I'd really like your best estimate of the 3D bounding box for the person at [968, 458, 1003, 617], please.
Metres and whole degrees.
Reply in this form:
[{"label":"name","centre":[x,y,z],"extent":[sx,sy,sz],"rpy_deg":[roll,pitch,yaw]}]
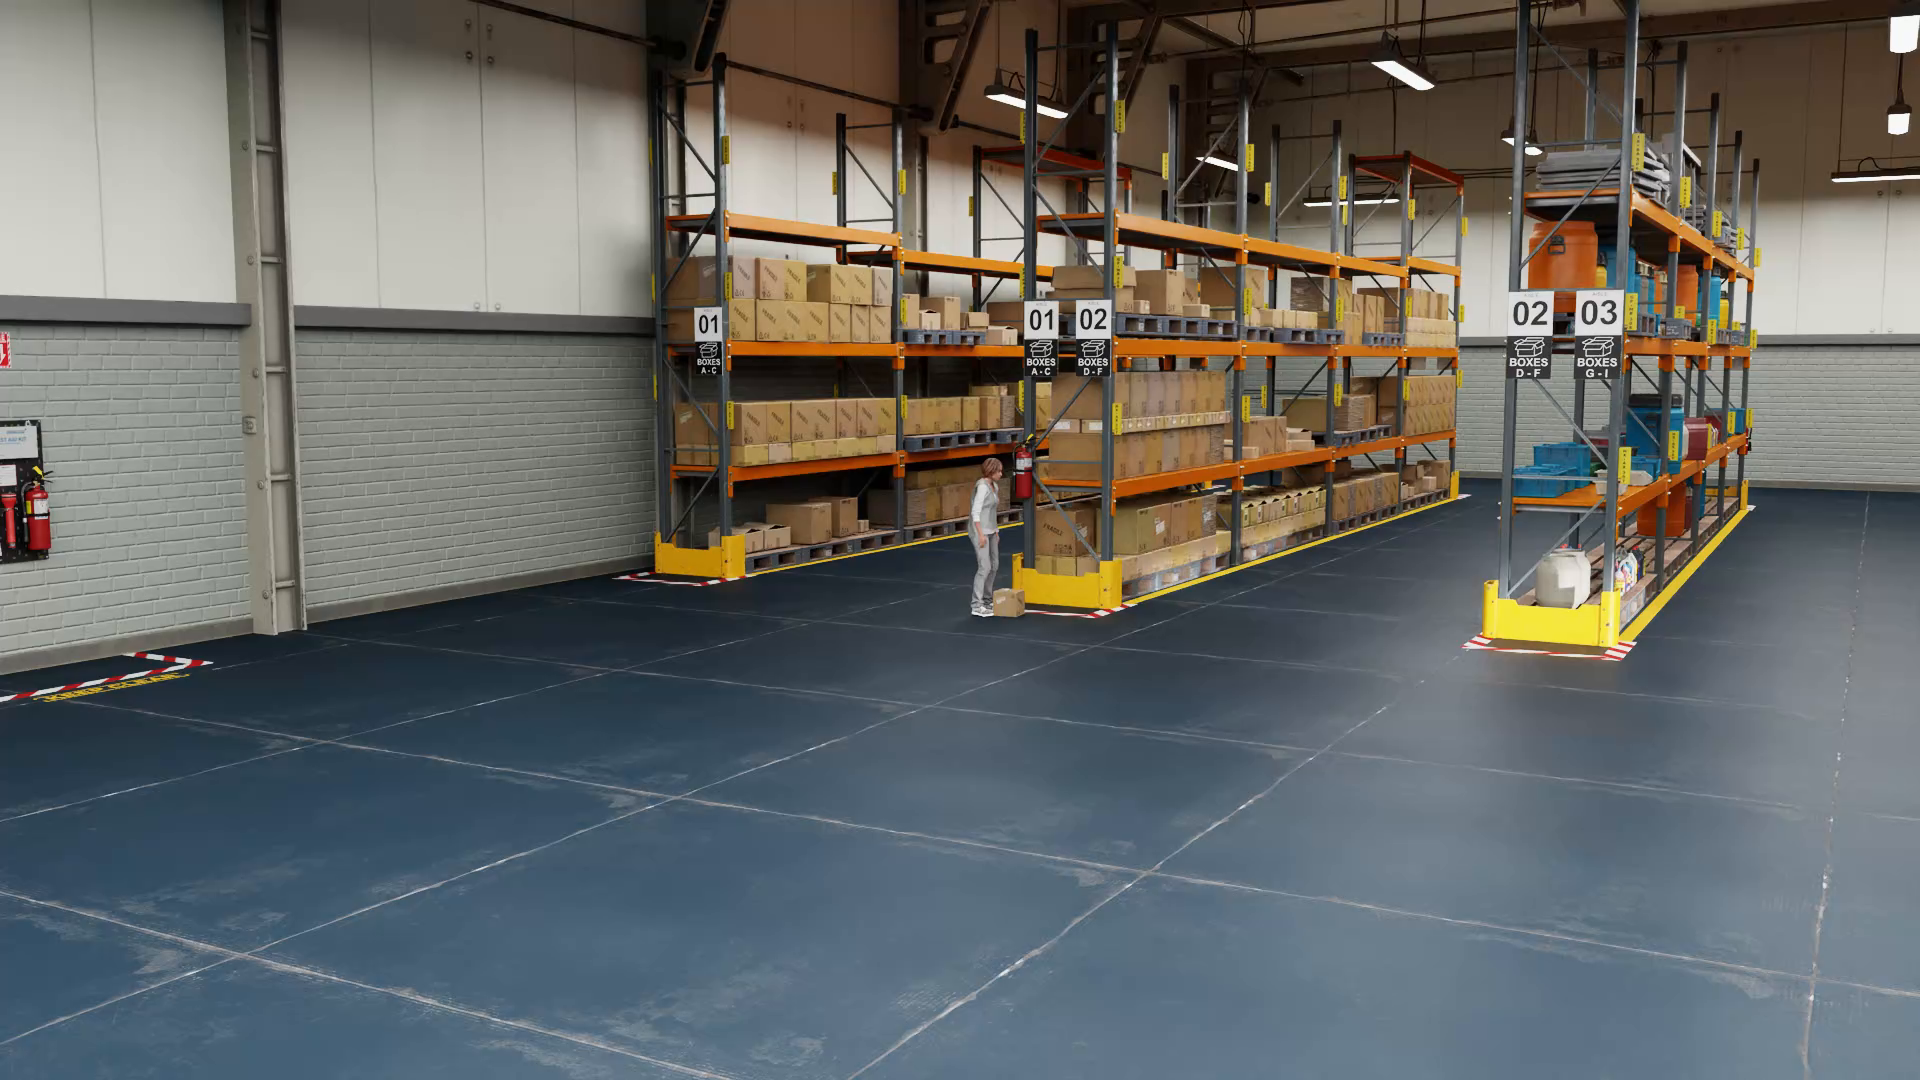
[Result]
[{"label":"person","centre":[0.263,-0.038,16.926],"extent":[0.343,1.591,0.464],"rpy_deg":[3,7,22]}]
